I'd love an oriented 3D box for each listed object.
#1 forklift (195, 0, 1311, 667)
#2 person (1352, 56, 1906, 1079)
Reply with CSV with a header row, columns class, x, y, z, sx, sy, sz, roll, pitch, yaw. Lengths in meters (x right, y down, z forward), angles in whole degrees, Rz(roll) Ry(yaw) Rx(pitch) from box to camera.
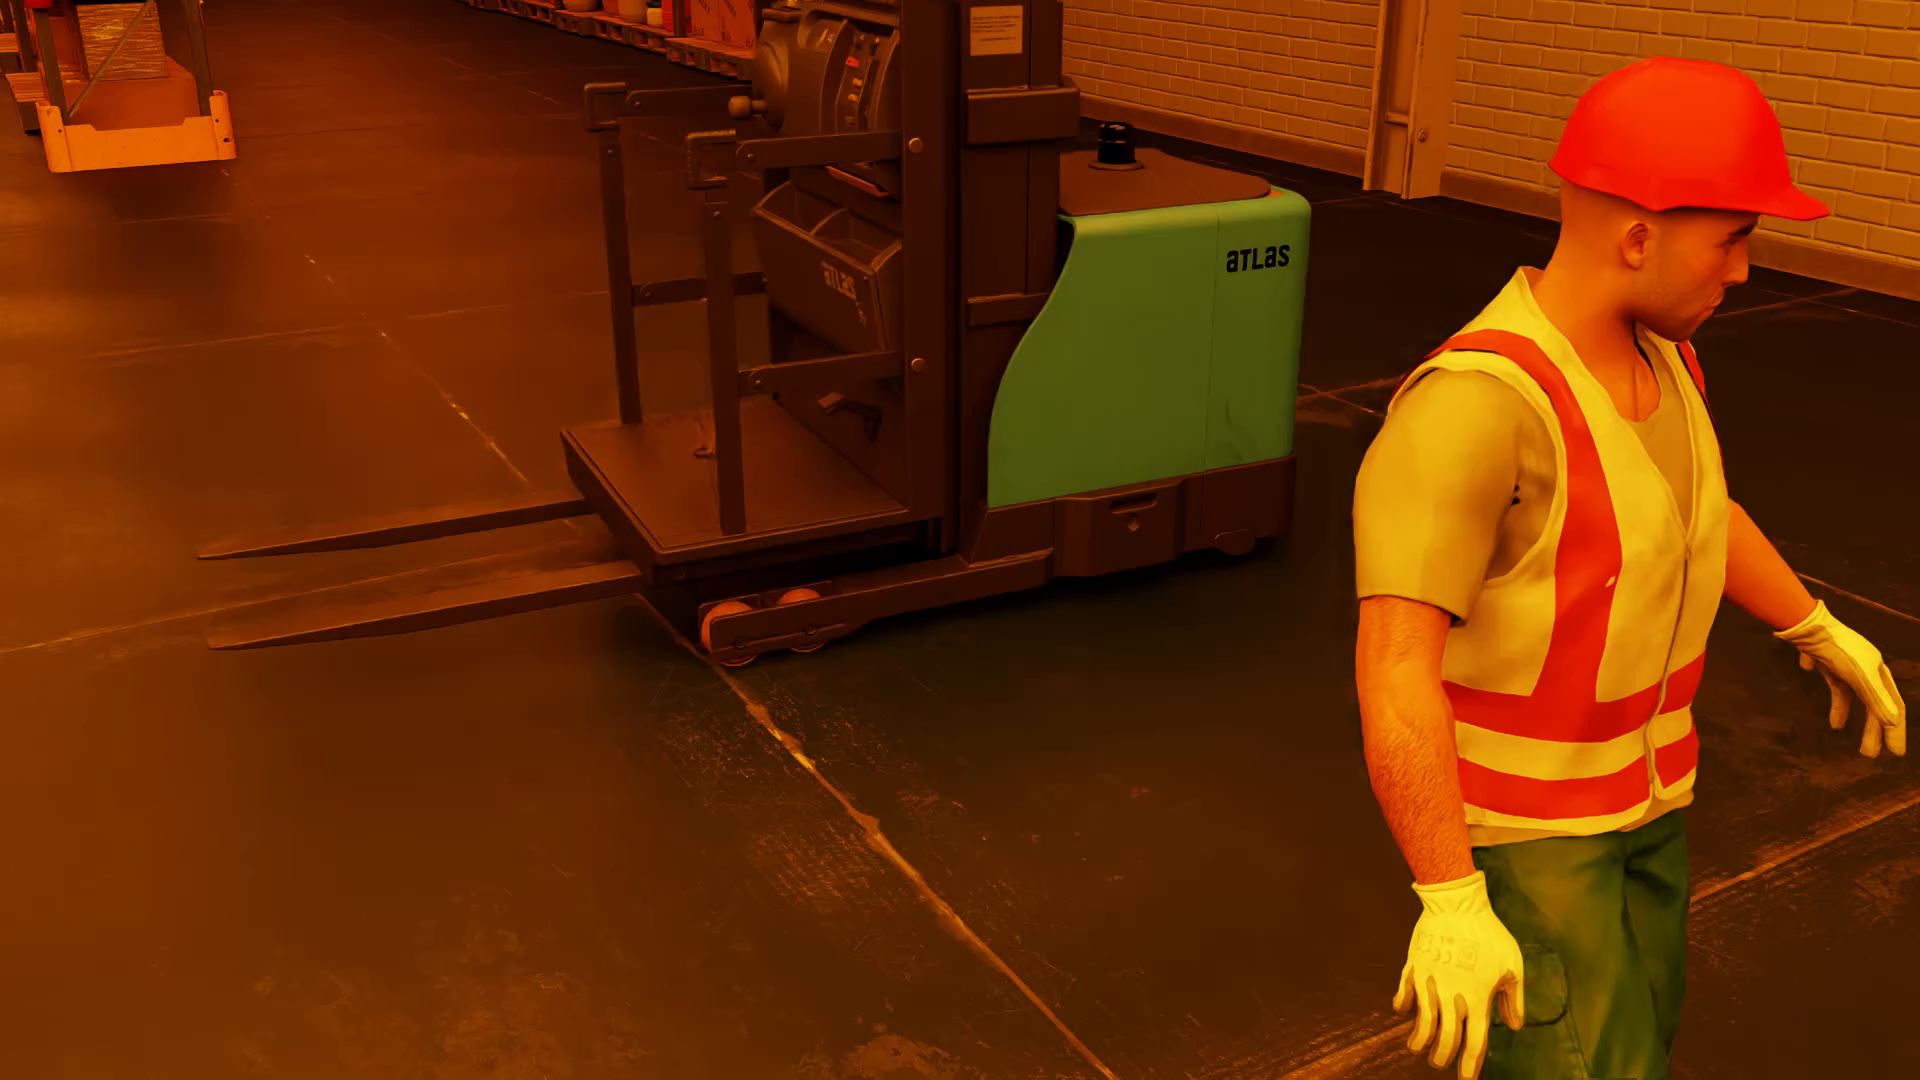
class,x,y,z,sx,sy,sz,roll,pitch,yaw
forklift,-0.550,-1.255,4.331,3.031,2.935,1.130,-10,24,-23
person,0.773,0.344,2.015,0.898,1.786,0.483,-17,28,-35
